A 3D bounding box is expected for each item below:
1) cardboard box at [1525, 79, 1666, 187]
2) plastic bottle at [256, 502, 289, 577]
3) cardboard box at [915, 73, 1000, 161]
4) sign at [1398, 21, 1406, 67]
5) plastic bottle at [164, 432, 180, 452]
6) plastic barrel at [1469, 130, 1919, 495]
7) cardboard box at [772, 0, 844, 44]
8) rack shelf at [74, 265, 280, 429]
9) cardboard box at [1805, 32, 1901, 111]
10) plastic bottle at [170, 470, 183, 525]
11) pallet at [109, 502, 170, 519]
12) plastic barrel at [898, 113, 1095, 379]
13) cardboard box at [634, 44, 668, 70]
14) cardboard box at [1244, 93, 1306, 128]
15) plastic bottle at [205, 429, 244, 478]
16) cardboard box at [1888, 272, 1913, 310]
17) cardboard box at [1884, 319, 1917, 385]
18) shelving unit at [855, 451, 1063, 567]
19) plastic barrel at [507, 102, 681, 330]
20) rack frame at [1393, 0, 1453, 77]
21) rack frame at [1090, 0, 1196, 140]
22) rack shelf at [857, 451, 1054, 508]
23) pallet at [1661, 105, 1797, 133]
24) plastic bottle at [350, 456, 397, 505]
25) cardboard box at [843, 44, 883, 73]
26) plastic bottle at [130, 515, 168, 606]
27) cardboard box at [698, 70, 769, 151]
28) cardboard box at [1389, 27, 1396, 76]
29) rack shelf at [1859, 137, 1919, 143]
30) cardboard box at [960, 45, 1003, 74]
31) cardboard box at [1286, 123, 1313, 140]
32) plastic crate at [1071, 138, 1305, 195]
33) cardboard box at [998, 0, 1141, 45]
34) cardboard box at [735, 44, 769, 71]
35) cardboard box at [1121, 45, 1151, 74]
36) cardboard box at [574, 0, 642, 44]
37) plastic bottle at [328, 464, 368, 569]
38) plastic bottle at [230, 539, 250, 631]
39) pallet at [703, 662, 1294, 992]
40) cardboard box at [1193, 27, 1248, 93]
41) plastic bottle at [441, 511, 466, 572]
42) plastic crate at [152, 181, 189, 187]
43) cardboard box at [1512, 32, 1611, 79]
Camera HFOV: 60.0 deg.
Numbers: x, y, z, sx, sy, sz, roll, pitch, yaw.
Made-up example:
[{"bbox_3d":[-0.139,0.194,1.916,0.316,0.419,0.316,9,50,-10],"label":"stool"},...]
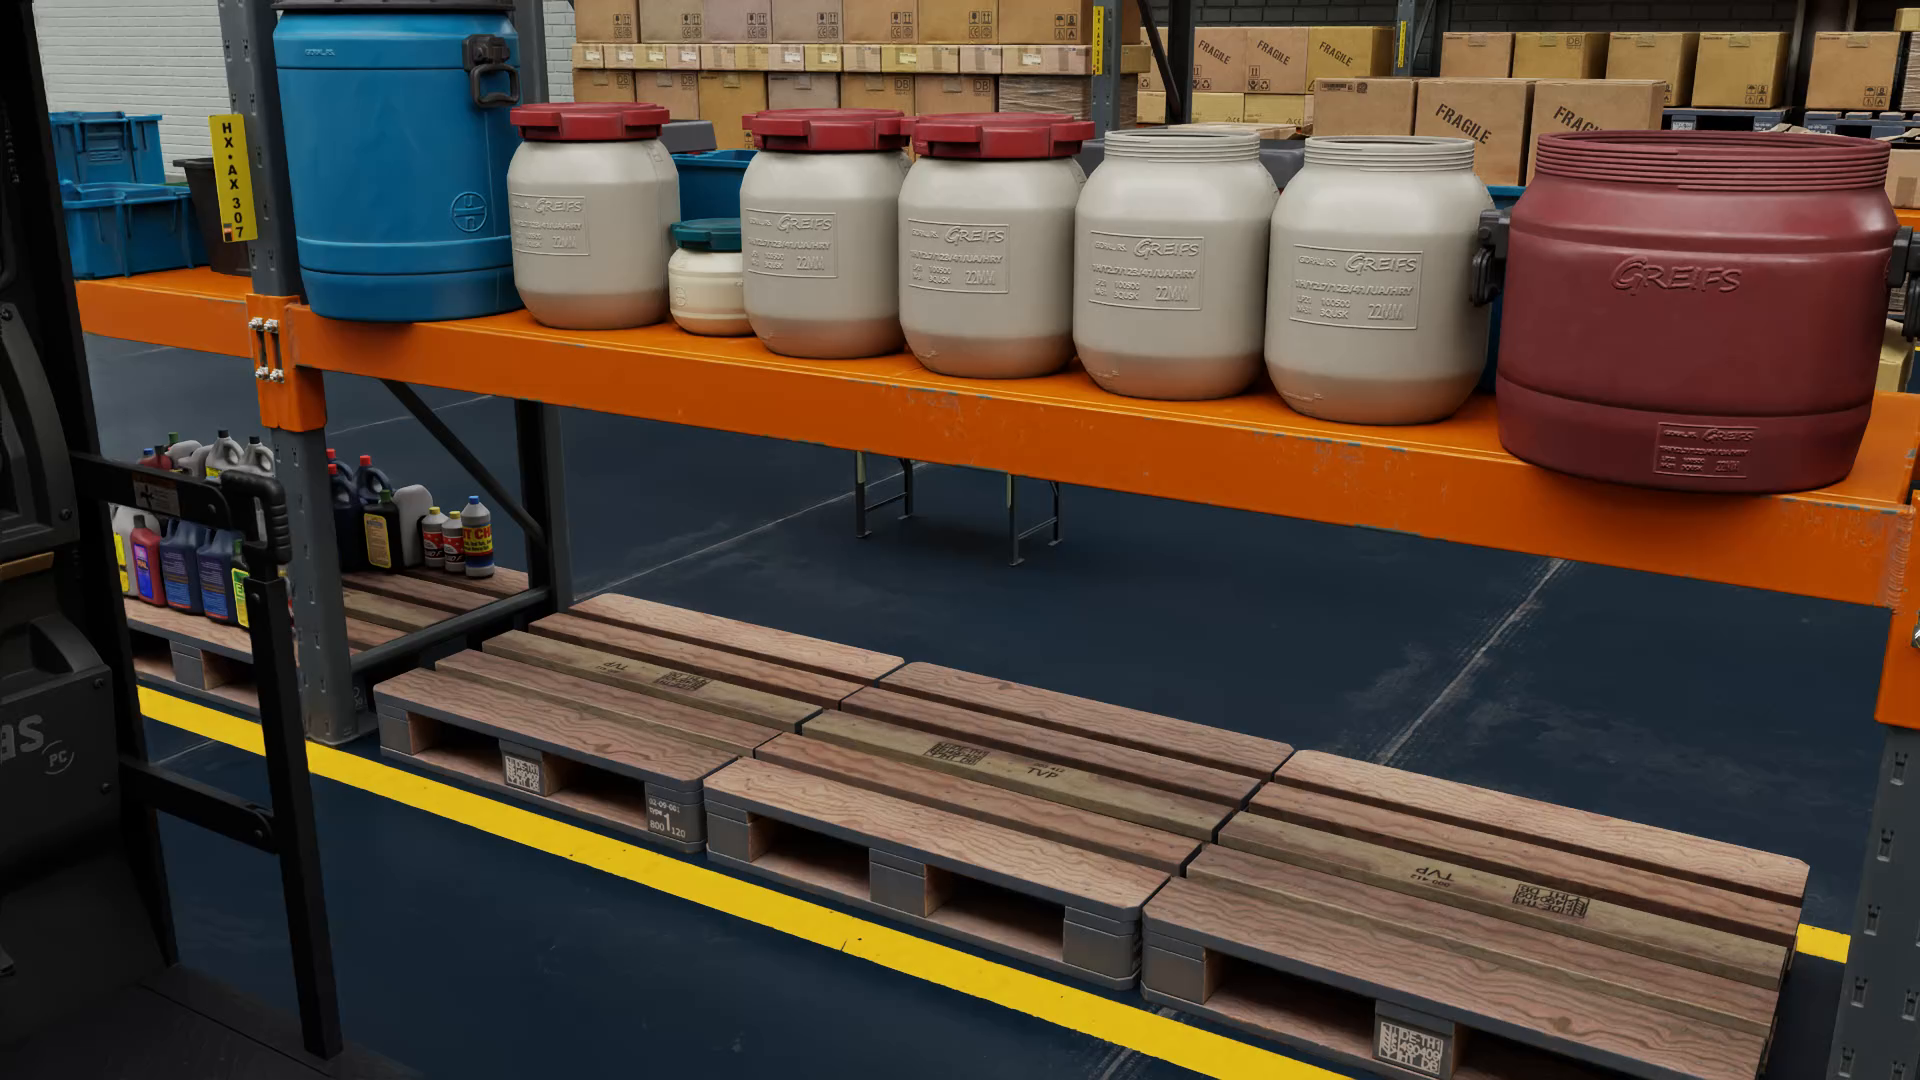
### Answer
[{"bbox_3d":[2.949,-1.872,7.710,0.500,0.500,0.500,9,19,27],"label":"cardboard box"},{"bbox_3d":[-2.241,0.040,5.390,0.185,0.351,0.144,10,20,30],"label":"plastic bottle"},{"bbox_3d":[0.144,-2.374,9.362,0.500,0.500,0.700,10,20,29],"label":"cardboard box"},{"bbox_3d":[3.290,-3.687,12.370,0.005,0.325,0.100,10,20,30],"label":"sign"},{"bbox_3d":[-3.122,-0.290,6.592,0.133,0.283,0.061,11,20,31],"label":"plastic bottle"},{"bbox_3d":[1.237,-0.407,2.827,0.708,0.536,0.600,10,20,30],"label":"plastic barrel"},{"bbox_3d":[-0.686,-3.145,9.669,0.500,0.500,0.700,10,20,30],"label":"cardboard box"},{"bbox_3d":[-3.321,-0.915,5.970,4.000,0.370,1.077,10,20,30],"label":"rack shelf"},{"bbox_3d":[6.080,-3.206,11.345,0.500,0.500,0.700,8,19,25],"label":"cardboard box"},{"bbox_3d":[-2.962,-0.164,6.319,0.097,0.201,0.097,0,17,0],"label":"plastic bottle"},{"bbox_3d":[-3.211,0.081,6.250,1.213,0.211,1.003,10,20,30],"label":"pallet"},{"bbox_3d":[0.077,-0.643,3.603,0.433,0.535,0.433,0,17,0],"label":"plastic barrel"},{"bbox_3d":[-1.770,-2.957,10.167,0.250,0.149,0.380,10,20,30],"label":"cardboard box"},{"bbox_3d":[2.585,-3.421,13.207,0.500,0.250,0.500,10,20,30],"label":"cardboard box"},{"bbox_3d":[-2.769,-0.245,6.328,0.185,0.351,0.144,11,20,32],"label":"plastic bottle"},{"bbox_3d":[6.335,-1.911,11.556,0.500,0.500,0.700,10,20,31],"label":"cardboard box"},{"bbox_3d":[4.094,-0.879,7.657,0.500,0.311,0.500,11,20,32],"label":"cardboard box"},{"bbox_3d":[-0.006,-0.719,6.667,0.755,1.500,0.431,10,20,30],"label":"shelving unit"},{"bbox_3d":[-0.917,-0.820,4.187,0.433,0.535,0.433,0,17,0],"label":"plastic barrel"},{"bbox_3d":[3.568,-3.409,12.942,0.127,3.000,1.000,10,20,30],"label":"rack frame"},{"bbox_3d":[0.978,-2.181,8.901,0.127,3.000,1.000,10,20,30],"label":"rack frame"},{"bbox_3d":[-0.006,-0.407,6.761,0.720,0.370,0.431,10,20,30],"label":"rack shelf"},{"bbox_3d":[5.268,-2.999,11.925,1.213,0.211,1.003,10,20,30],"label":"pallet"},{"bbox_3d":[-2.088,-0.124,5.928,0.185,0.351,0.144,11,20,32],"label":"plastic bottle"},{"bbox_3d":[-0.447,-2.721,9.391,0.250,0.149,0.380,11,20,32],"label":"cardboard box"},{"bbox_3d":[-2.641,0.064,5.426,0.133,0.283,0.061,12,20,34],"label":"plastic bottle"},{"bbox_3d":[-1.169,-2.608,10.133,0.500,0.500,0.700,10,20,30],"label":"cardboard box"},{"bbox_3d":[3.277,-3.828,13.257,0.500,0.500,0.500,10,19,29],"label":"cardboard box"},{"bbox_3d":[5.272,-2.760,12.045,4.000,0.370,1.077,10,20,30],"label":"rack shelf"},{"bbox_3d":[0.200,-2.605,9.008,0.250,0.149,0.380,9,19,28],"label":"cardboard box"},{"bbox_3d":[1.824,-2.029,8.630,0.258,0.266,0.396,10,19,29],"label":"cardboard box"},{"bbox_3d":[0.575,-0.699,3.911,0.583,0.464,0.402,10,20,30],"label":"plastic crate"},{"bbox_3d":[0.597,-2.916,8.915,0.500,0.500,0.700,10,20,30],"label":"cardboard box"},{"bbox_3d":[-1.110,-2.839,9.780,0.250,0.149,0.380,10,19,29],"label":"cardboard box"},{"bbox_3d":[0.851,-2.628,9.085,0.250,0.149,0.380,10,20,30],"label":"cardboard box"},{"bbox_3d":[-1.994,-3.376,10.430,0.500,0.500,0.700,10,20,30],"label":"cardboard box"},{"bbox_3d":[-2.163,-0.088,5.810,0.185,0.351,0.144,10,20,30],"label":"plastic bottle"},{"bbox_3d":[-2.200,0.143,5.167,0.133,0.283,0.061,11,20,33],"label":"plastic bottle"},{"bbox_3d":[0.116,0.674,4.298,1.213,0.211,1.003,10,20,30],"label":"pallet"},{"bbox_3d":[2.151,-3.854,13.343,0.500,0.500,0.500,9,19,28],"label":"cardboard box"},{"bbox_3d":[-1.746,0.001,5.775,0.097,0.201,0.097,0,17,0],"label":"plastic bottle"},{"bbox_3d":[-2.626,-1.130,5.805,0.662,0.188,0.450,10,20,30],"label":"plastic crate"},{"bbox_3d":[4.456,-3.494,12.295,0.500,0.500,0.700,13,21,36],"label":"cardboard box"}]
